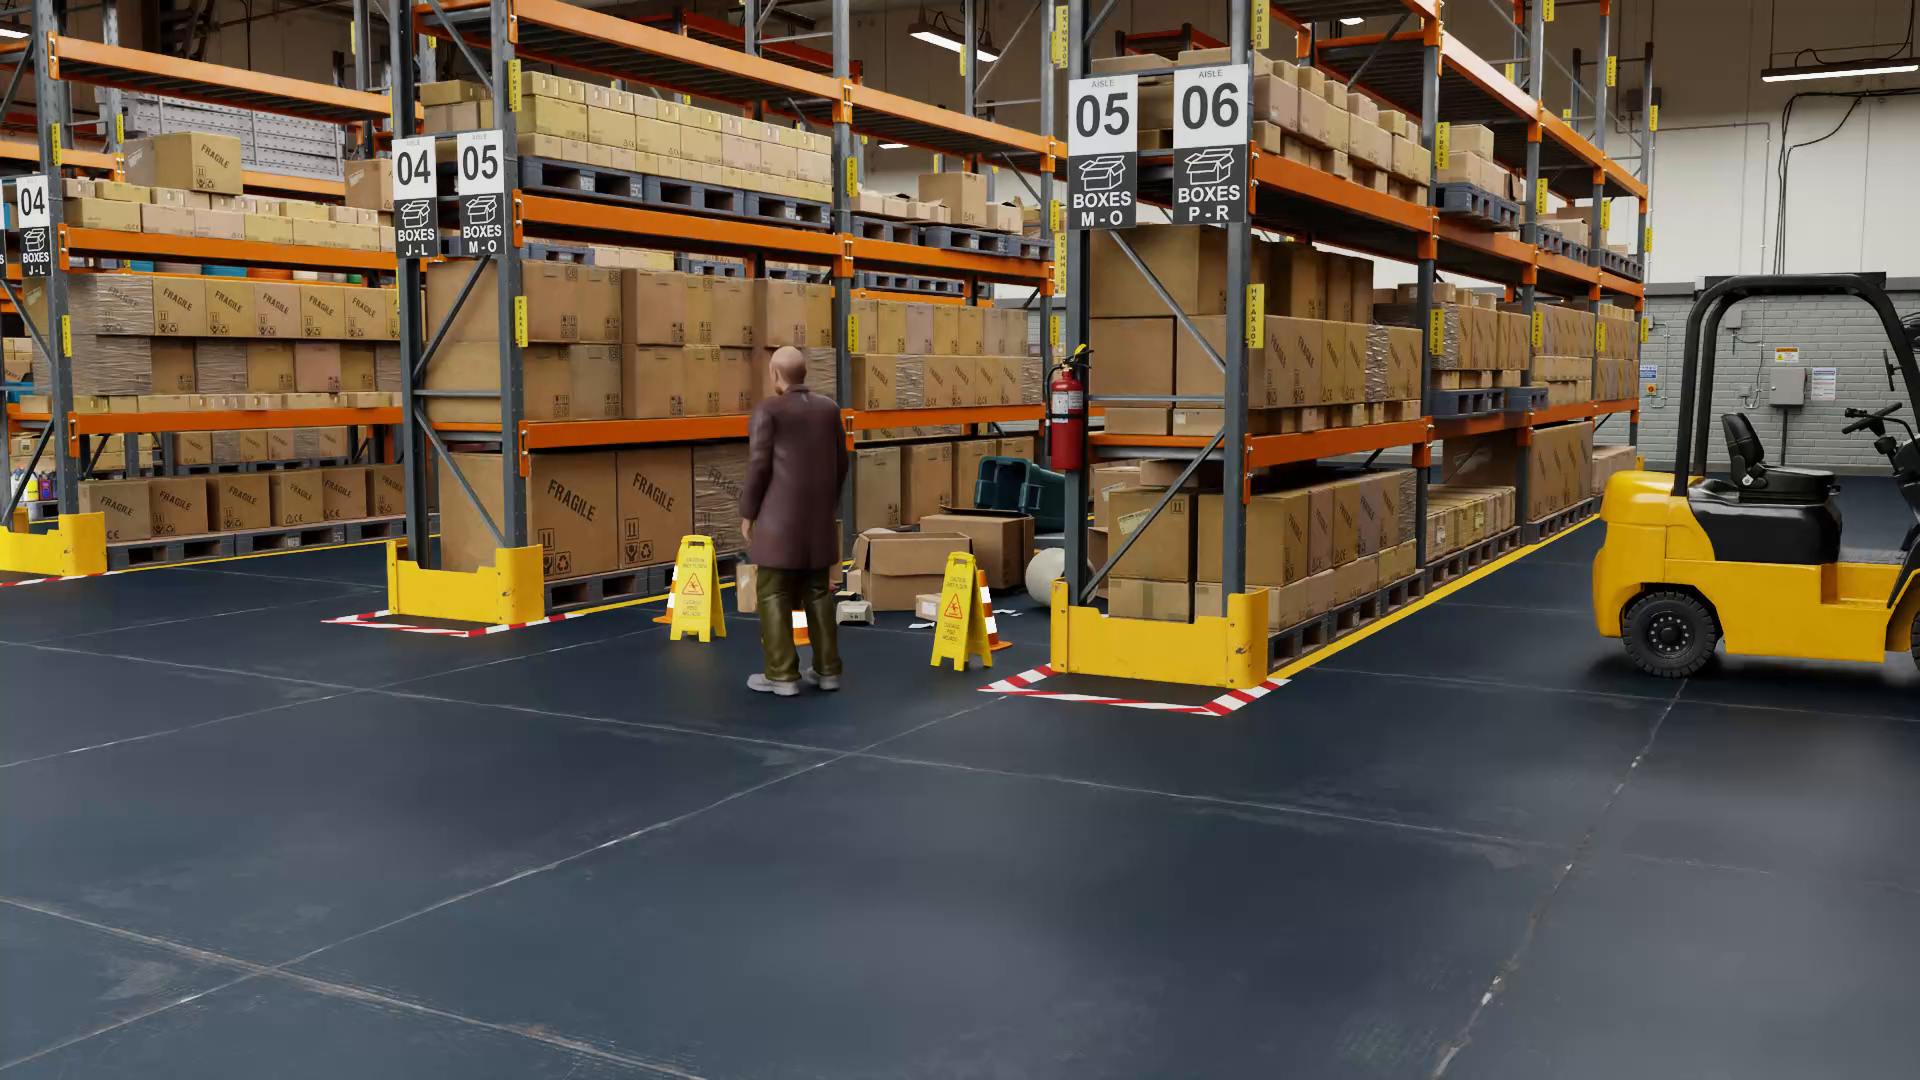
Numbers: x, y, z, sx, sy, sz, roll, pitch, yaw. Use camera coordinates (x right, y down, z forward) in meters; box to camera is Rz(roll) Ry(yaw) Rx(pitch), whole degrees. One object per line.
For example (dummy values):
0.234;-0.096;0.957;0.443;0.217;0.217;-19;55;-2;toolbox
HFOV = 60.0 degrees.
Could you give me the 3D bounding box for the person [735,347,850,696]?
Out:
-0.860;-0.102;8.567;0.643;1.774;0.420;-4;7;-36;person
